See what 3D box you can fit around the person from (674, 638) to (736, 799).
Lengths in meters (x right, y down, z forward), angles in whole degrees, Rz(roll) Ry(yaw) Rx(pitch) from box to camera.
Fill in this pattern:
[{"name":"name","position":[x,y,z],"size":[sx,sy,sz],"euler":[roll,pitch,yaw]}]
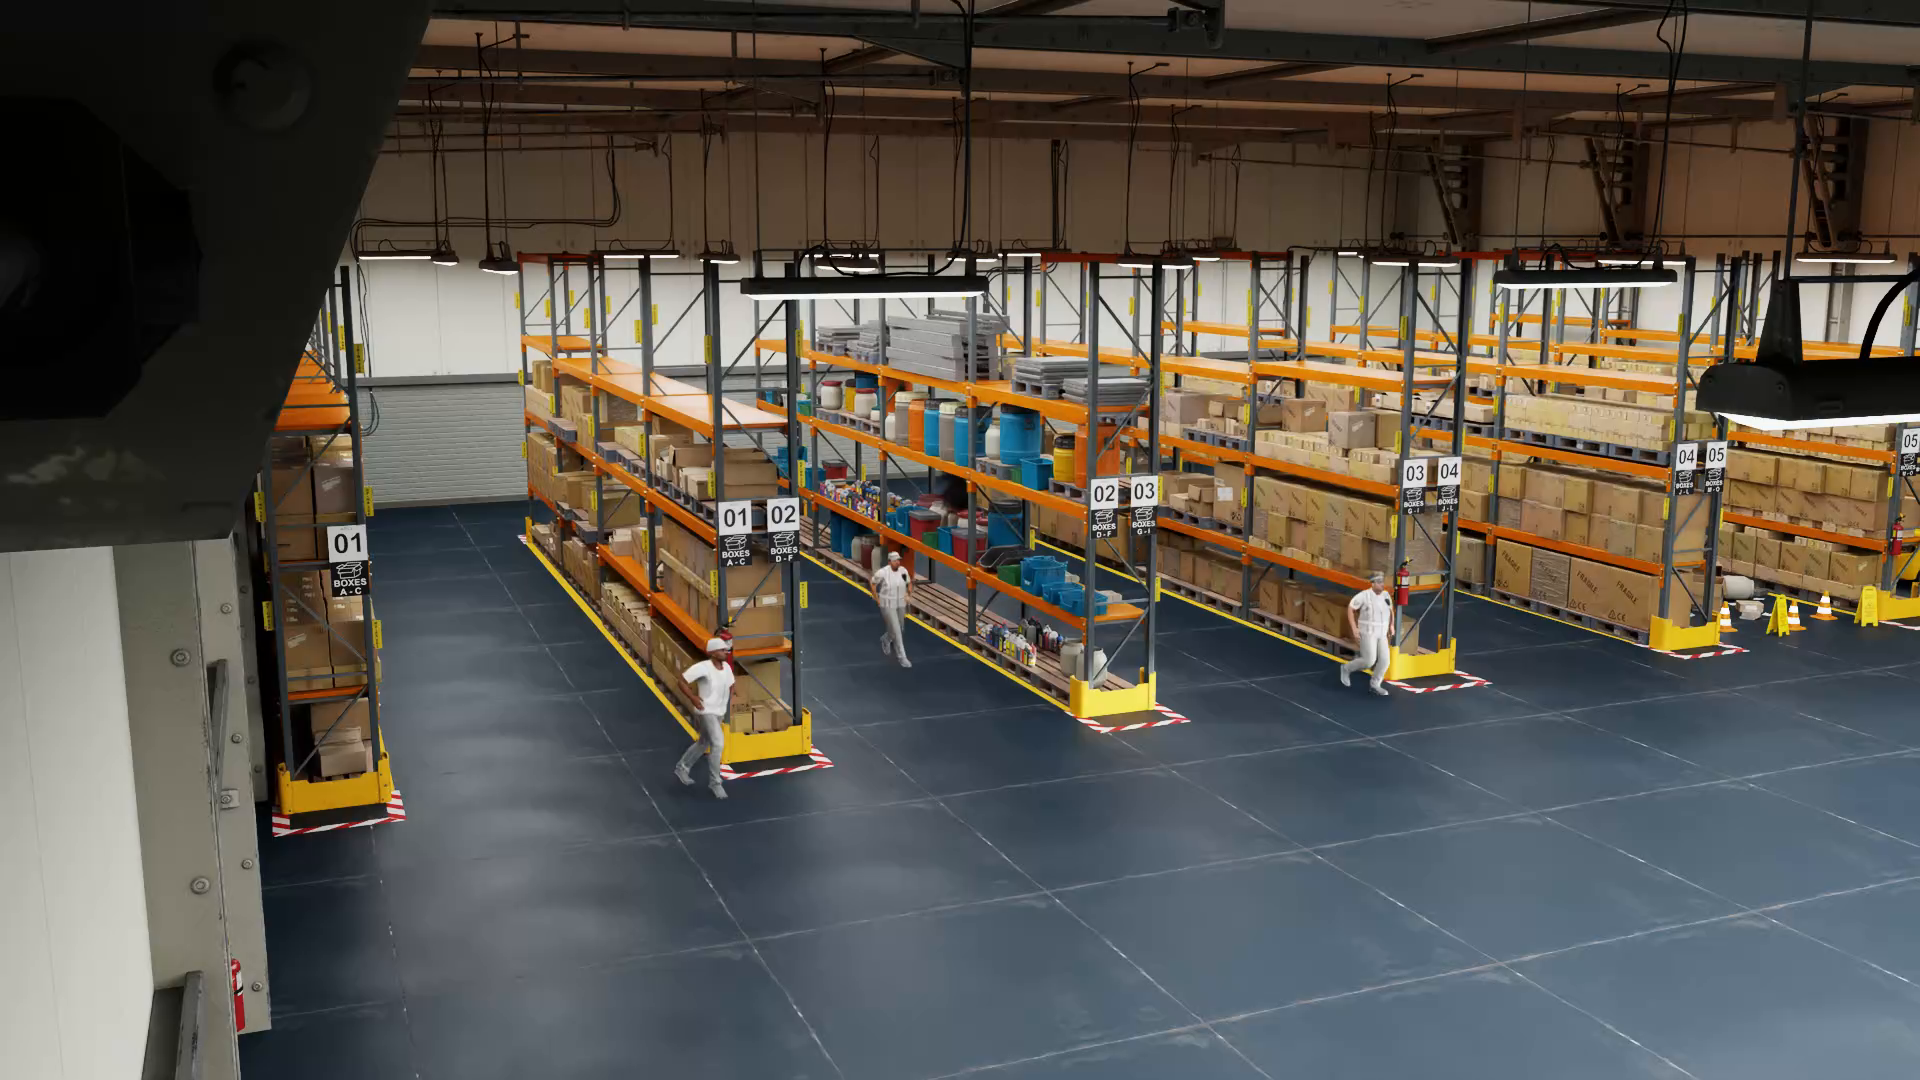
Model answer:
[{"name":"person","position":[-2.893,2.010,19.252],"size":[0.811,1.797,0.704],"euler":[5,11,25]}]

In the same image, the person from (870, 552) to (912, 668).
[{"name":"person","position":[-0.986,0.971,24.349],"size":[0.630,1.662,0.881],"euler":[-6,12,-28]}]

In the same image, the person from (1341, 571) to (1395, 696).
[{"name":"person","position":[5.786,1.285,23.280],"size":[0.739,1.739,0.637],"euler":[-6,12,-28]}]
